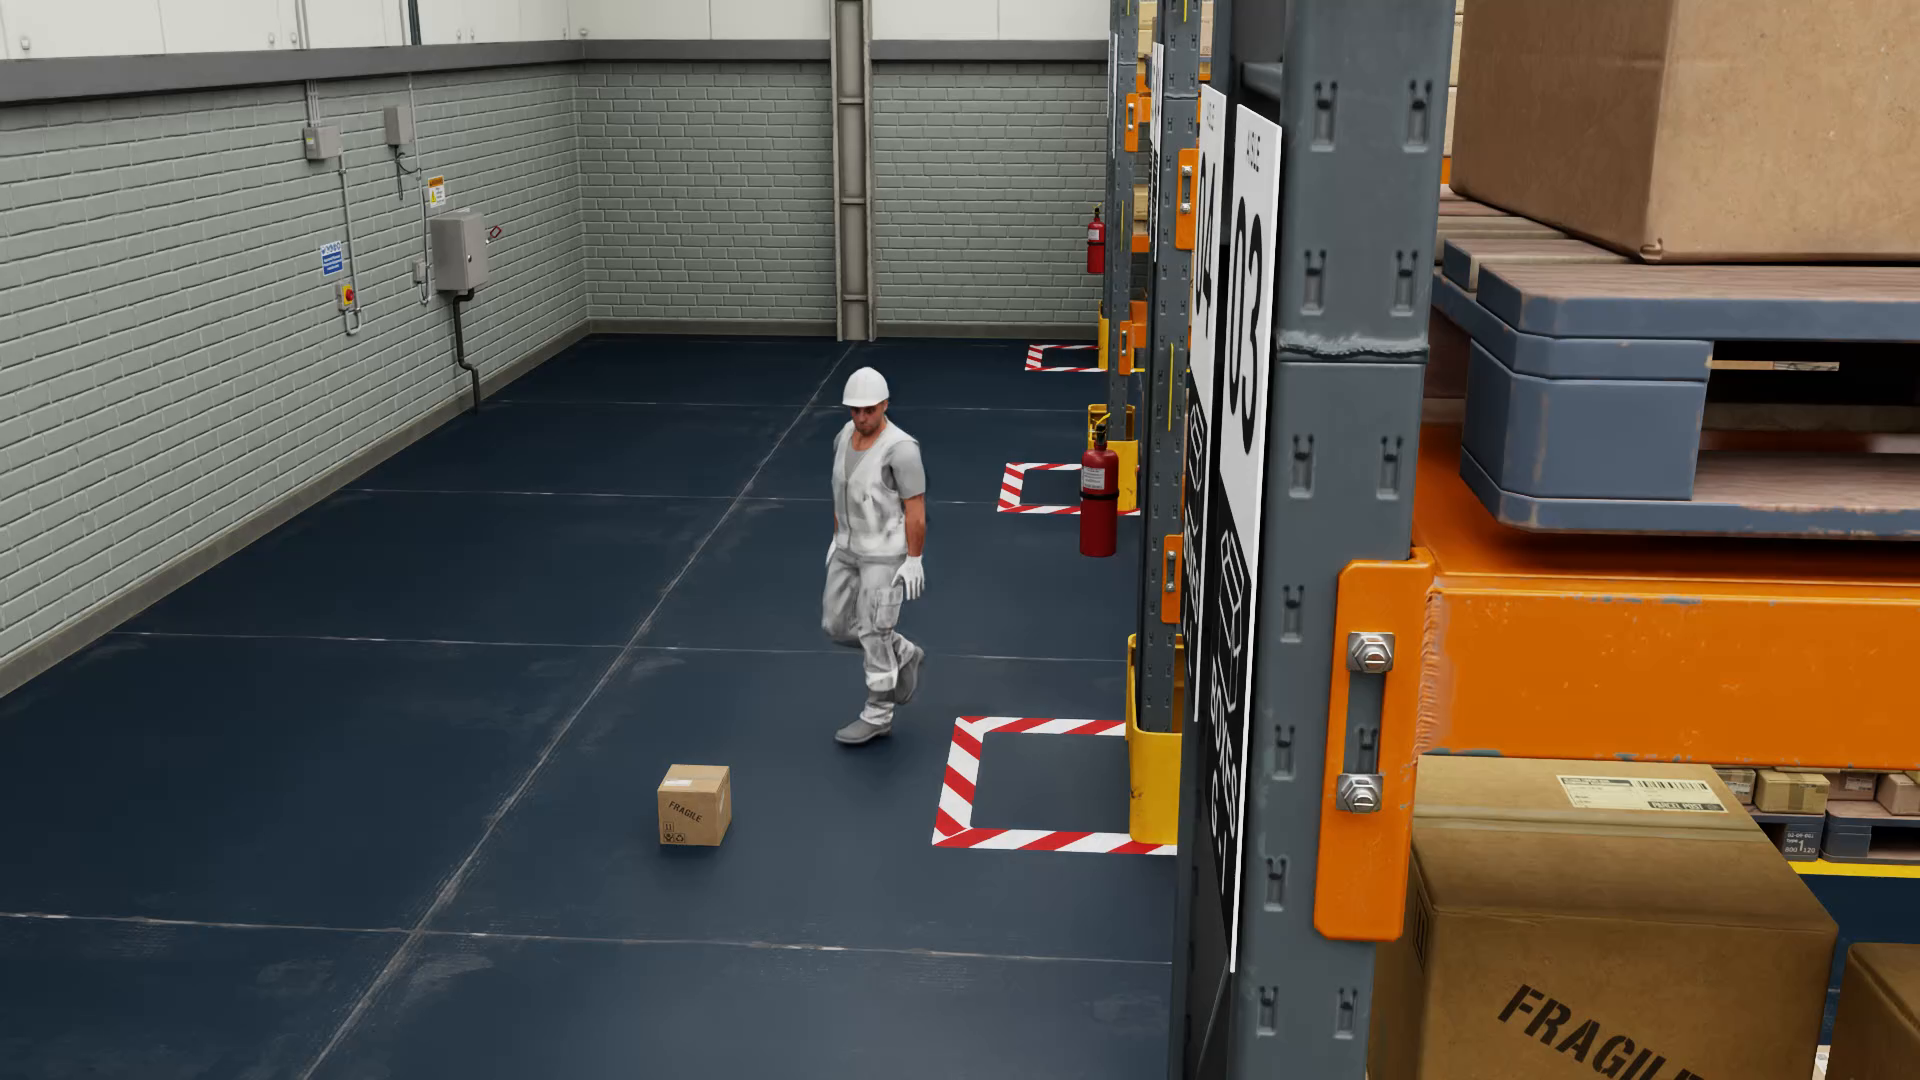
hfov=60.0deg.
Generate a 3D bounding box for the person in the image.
[{"bbox_3d":[-0.359,0.059,7.750,0.596,1.778,0.562,-15,23,-39],"label":"person"}]
